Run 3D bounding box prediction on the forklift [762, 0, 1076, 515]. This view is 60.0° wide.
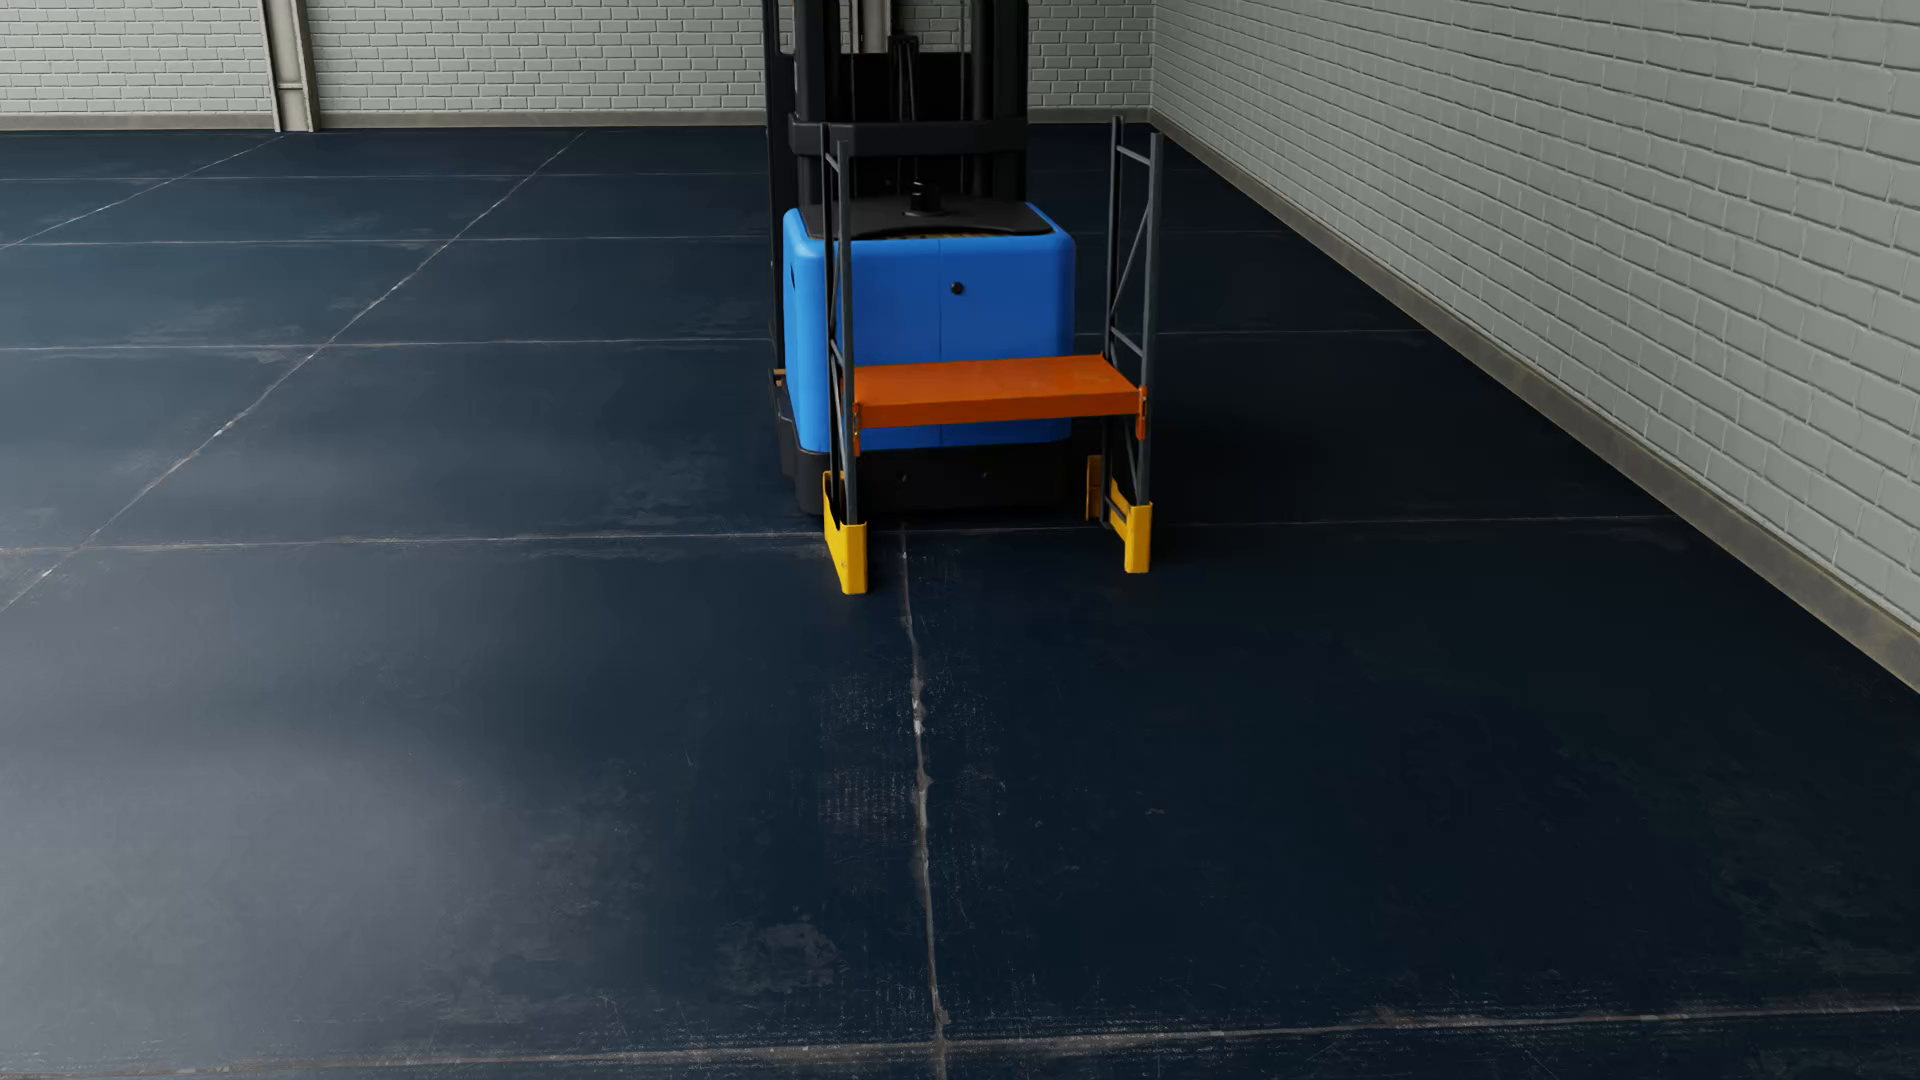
[{"bbox_3d":[-15.198,-3.135,10.235,29.544,2.935,14.203,-3,21,-8],"label":"forklift"}]

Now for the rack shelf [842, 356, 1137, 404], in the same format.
[{"bbox_3d":[0.092,-0.547,5.767,0.952,0.026,0.459,-4,21,-10],"label":"rack shelf"}]

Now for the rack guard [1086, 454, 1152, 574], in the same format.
[{"bbox_3d":[0.572,-0.102,6.036,0.087,0.250,0.587,-4,21,-10],"label":"rack guard"}]

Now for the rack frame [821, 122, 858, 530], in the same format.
[{"bbox_3d":[-0.407,-0.618,5.636,0.032,1.500,0.500,-4,21,-10],"label":"rack frame"}]

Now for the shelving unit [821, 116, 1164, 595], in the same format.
[{"bbox_3d":[0.083,-0.652,5.725,1.083,1.500,0.587,-4,21,-10],"label":"shelving unit"}]

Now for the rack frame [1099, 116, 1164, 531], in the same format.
[{"bbox_3d":[0.591,-0.687,5.818,0.032,1.500,0.500,-4,21,-10],"label":"rack frame"}]

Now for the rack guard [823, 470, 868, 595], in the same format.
[{"bbox_3d":[-0.405,-0.034,5.858,0.087,0.250,0.587,-4,21,-10],"label":"rack guard"}]

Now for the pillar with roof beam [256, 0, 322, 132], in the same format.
[{"bbox_3d":[-6.662,-6.963,11.761,0.400,9.000,9.100,-1,21,-3],"label":"pillar with roof beam"}]
